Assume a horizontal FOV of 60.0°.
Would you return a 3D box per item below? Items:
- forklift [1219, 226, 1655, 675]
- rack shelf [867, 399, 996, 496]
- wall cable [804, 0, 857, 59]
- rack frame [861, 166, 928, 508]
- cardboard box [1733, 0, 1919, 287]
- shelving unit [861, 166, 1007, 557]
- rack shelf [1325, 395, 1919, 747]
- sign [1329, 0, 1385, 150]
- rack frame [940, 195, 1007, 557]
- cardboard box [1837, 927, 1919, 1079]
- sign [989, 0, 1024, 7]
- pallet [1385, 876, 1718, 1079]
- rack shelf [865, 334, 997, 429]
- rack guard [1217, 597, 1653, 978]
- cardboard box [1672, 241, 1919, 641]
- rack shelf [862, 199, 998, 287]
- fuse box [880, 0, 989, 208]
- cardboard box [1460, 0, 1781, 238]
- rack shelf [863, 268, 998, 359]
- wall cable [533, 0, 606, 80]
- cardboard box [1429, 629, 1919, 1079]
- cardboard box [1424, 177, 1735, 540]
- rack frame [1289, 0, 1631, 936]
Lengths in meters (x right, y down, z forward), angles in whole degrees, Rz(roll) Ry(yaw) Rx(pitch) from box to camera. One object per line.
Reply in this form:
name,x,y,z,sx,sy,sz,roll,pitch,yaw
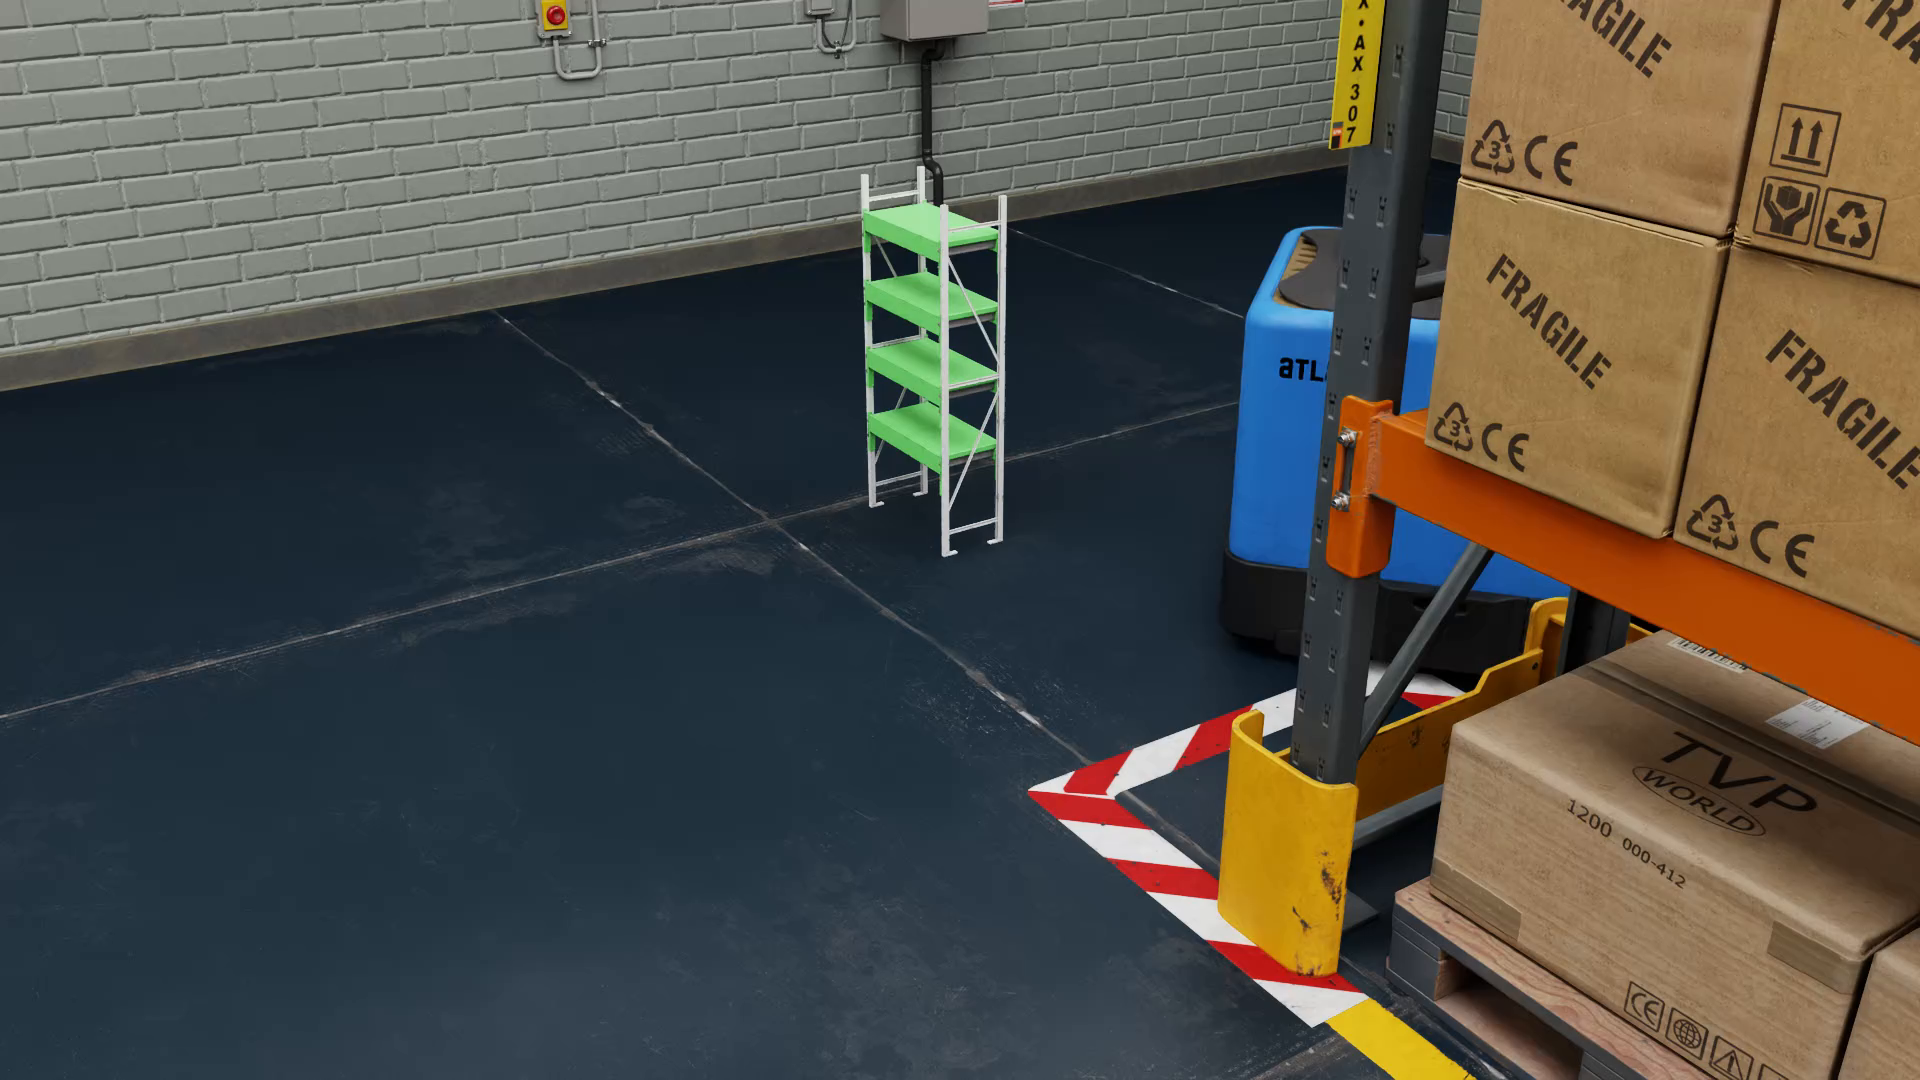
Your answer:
forklift,2.364,-1.010,4.457,3.031,2.935,1.130,7,26,15
rack shelf,-0.090,-0.327,5.749,0.258,0.148,0.480,-16,29,-30
wall cable,-0.739,-3.368,8.180,0.588,1.984,0.122,-16,29,-30
rack frame,-0.224,-0.689,5.804,0.240,1.200,0.015,-16,29,-30
cardboard box,1.488,-0.638,2.300,0.500,0.500,0.500,-16,30,-31
shelving unit,-0.090,-0.602,5.619,0.258,1.200,0.503,-16,29,-30
rack shelf,2.269,0.478,2.066,1.077,0.370,4.000,-16,29,-30
sign,0.709,-0.862,2.956,0.100,0.325,0.005,-16,29,-30
rack frame,0.043,-0.515,5.434,0.240,1.200,0.015,-16,29,-30
cardboard box,2.128,0.945,2.745,0.875,0.438,0.875,-15,29,-28
sign,0.220,-3.157,9.036,0.329,0.494,0.001,-16,29,-30
pallet,1.679,0.966,3.456,1.003,0.211,1.213,-16,29,-30
rack shelf,-0.090,-0.544,5.647,0.258,0.148,0.480,-16,29,-30
rack guard,1.164,0.559,3.979,1.175,0.500,0.348,-16,29,-30
cardboard box,1.498,-0.195,2.531,0.500,0.500,0.500,-16,30,-30
rack shelf,-0.090,-0.978,5.442,0.258,0.148,0.480,-16,29,-30
fuse box,-0.081,-2.428,8.890,0.539,1.711,0.414,-16,29,-30
cardboard box,1.200,-0.822,2.688,0.500,0.500,0.500,-16,30,-31
rack shelf,-0.090,-0.761,5.544,0.258,0.148,0.480,-16,29,-30
wall cable,-1.921,-3.047,7.465,0.585,1.953,0.123,-16,29,-30
cardboard box,1.621,0.619,3.434,0.875,0.438,0.875,-17,30,-31
cardboard box,1.198,-0.369,2.901,0.500,0.500,0.500,-16,30,-30
rack frame,1.177,-0.562,3.428,1.000,3.000,0.127,-16,29,-30
